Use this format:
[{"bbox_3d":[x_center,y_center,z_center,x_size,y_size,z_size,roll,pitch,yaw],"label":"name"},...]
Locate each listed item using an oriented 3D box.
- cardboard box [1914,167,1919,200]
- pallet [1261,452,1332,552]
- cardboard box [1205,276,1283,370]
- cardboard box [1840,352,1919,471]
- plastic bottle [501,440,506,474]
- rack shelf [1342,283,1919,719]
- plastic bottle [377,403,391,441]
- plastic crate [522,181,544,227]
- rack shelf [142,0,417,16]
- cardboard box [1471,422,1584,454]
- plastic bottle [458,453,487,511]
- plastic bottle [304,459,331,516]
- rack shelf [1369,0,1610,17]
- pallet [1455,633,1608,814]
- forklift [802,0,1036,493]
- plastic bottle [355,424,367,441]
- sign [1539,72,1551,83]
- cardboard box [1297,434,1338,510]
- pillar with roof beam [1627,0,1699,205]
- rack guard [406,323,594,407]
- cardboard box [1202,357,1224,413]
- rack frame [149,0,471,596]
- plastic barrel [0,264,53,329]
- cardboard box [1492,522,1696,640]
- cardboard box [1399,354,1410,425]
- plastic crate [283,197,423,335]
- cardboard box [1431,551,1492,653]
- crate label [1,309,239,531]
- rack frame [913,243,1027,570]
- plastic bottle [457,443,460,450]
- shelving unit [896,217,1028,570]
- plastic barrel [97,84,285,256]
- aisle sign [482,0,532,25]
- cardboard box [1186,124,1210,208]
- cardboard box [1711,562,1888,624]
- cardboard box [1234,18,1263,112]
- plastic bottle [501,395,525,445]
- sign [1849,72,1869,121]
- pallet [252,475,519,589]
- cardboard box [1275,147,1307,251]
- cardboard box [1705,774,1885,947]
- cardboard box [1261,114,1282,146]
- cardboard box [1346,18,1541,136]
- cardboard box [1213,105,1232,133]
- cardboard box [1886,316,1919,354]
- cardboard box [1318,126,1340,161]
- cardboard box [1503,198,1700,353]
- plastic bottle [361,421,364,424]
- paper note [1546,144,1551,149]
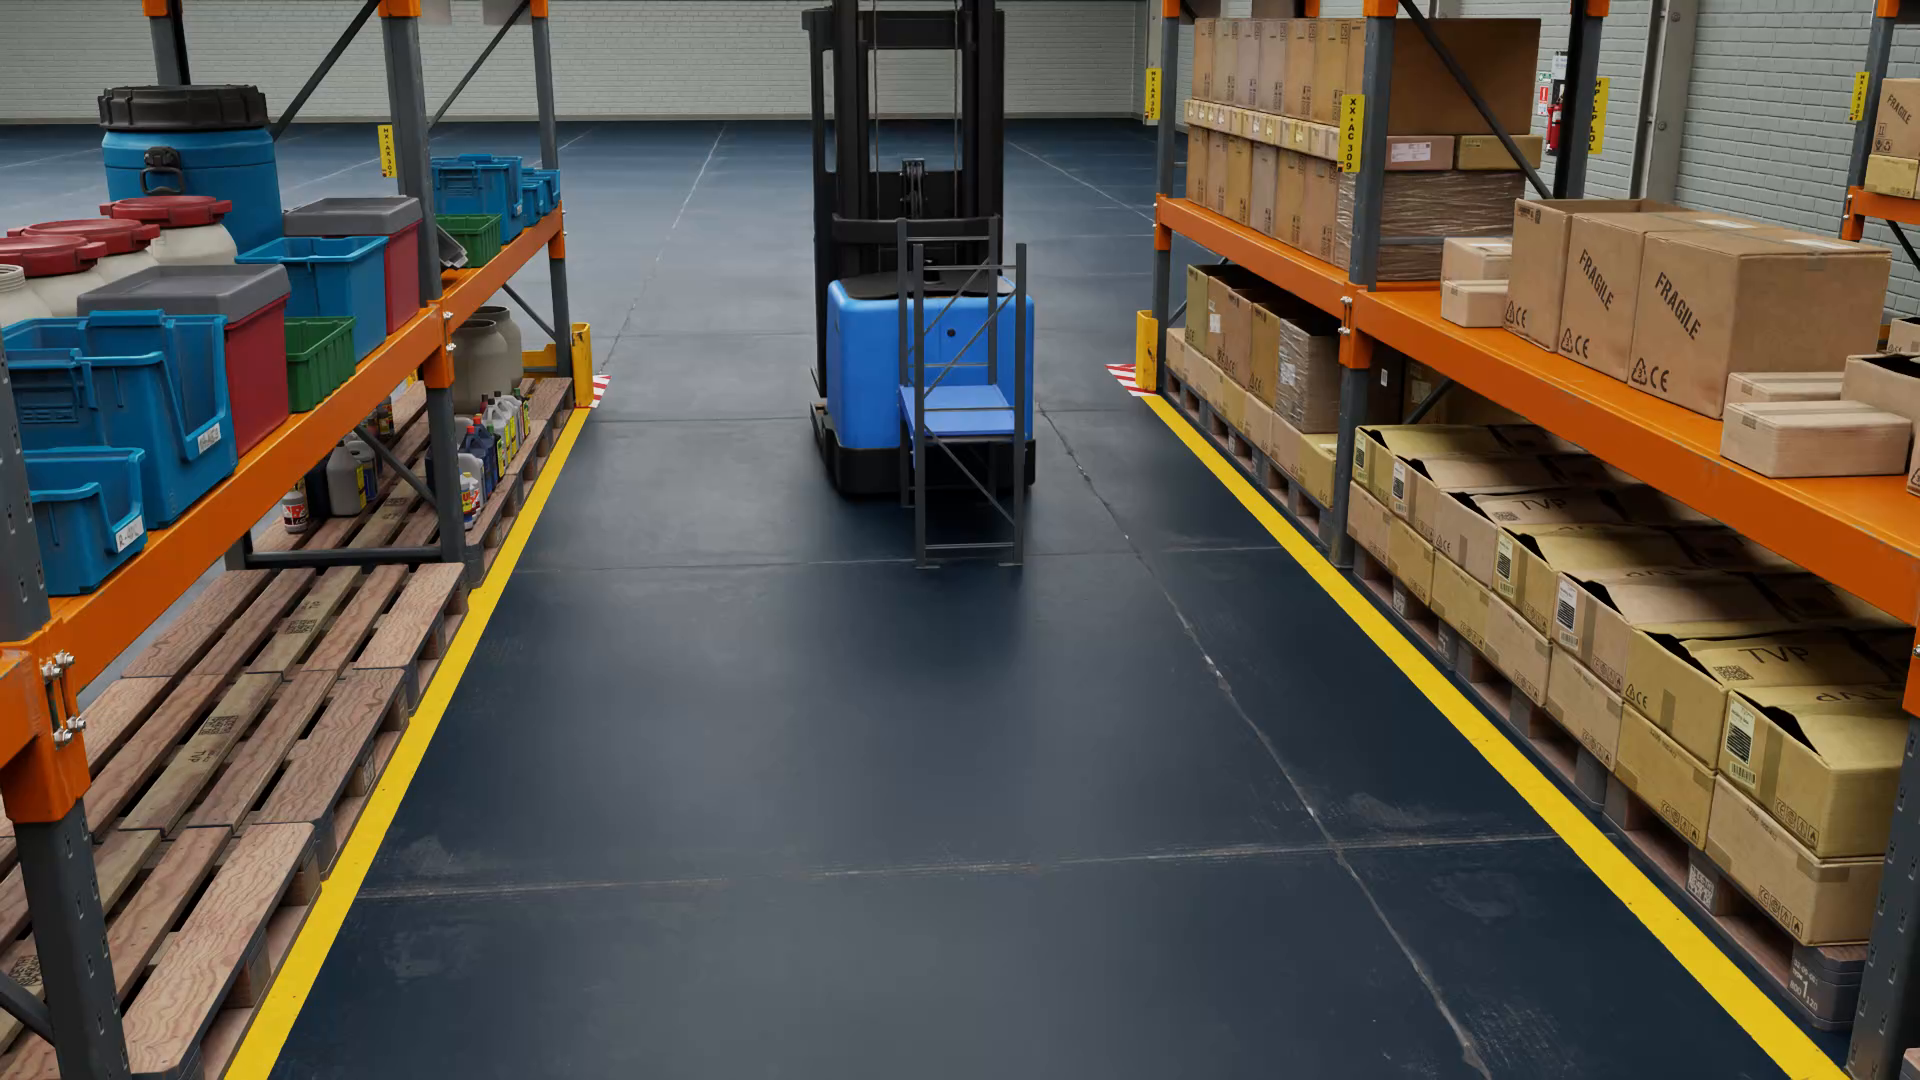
[{"bbox_3d":[6.558,-2.298,10.707,0.500,0.250,0.500,-2,18,-7],"label":"cardboard box"},{"bbox_3d":[2.201,-0.232,8.563,1.003,0.211,1.213,-2,18,-6],"label":"pallet"},{"bbox_3d":[1.781,-1.298,9.940,0.500,0.500,0.500,-2,18,-6],"label":"cardboard box"},{"bbox_3d":[2.755,-0.362,4.471,0.500,0.311,0.500,-2,18,-6],"label":"cardboard box"},{"bbox_3d":[-2.381,-0.441,8.512,0.097,0.201,0.097,0,17,0],"label":"plastic bottle"},{"bbox_3d":[2.448,-0.385,5.596,1.077,0.370,4.000,-2,18,-6],"label":"rack shelf"},{"bbox_3d":[-3.210,-0.658,9.202,0.097,0.201,0.097,0,17,0],"label":"plastic bottle"},{"bbox_3d":[-2.687,-1.959,9.658,0.499,0.251,0.408,-2,18,-6],"label":"plastic crate"},{"bbox_3d":[-2.479,-1.664,4.663,1.077,0.370,4.000,-2,18,-6],"label":"rack shelf"},{"bbox_3d":[2.569,-0.368,7.295,0.500,0.311,0.500,-2,18,-6],"label":"cardboard box"},{"bbox_3d":[-2.343,-0.286,7.894,0.152,0.276,0.135,-1,17,-4],"label":"plastic bottle"},{"bbox_3d":[-3.039,-0.301,7.816,0.144,0.351,0.185,-2,18,-7],"label":"plastic bottle"},{"bbox_3d":[2.448,-1.816,5.147,1.077,0.370,4.000,-2,18,-6],"label":"rack shelf"},{"bbox_3d":[2.486,0.589,5.948,1.003,0.211,1.213,-2,18,-6],"label":"pallet"},{"bbox_3d":[-0.332,-2.041,9.785,1.130,2.935,3.031,-3,18,-8],"label":"forklift"},{"bbox_3d":[-2.992,-0.433,8.349,0.061,0.283,0.133,-2,18,-6],"label":"plastic bottle"},{"bbox_3d":[6.890,-5.449,19.582,0.001,0.109,0.331,-2,18,-6],"label":"sign"},{"bbox_3d":[1.977,-0.344,8.154,0.500,0.250,0.500,-2,18,-6],"label":"cardboard box"},{"bbox_3d":[2.788,-7.005,15.466,9.100,9.000,0.400,-2,18,-6],"label":"pillar with roof beam"},{"bbox_3d":[-3.043,-1.150,11.005,1.175,0.500,0.348,-2,18,-6],"label":"rack guard"},{"bbox_3d":[1.770,-0.940,10.052,0.500,0.250,0.500,-2,18,-6],"label":"cardboard box"},{"bbox_3d":[-2.685,-1.172,6.902,1.000,3.000,0.127,-2,18,-6],"label":"rack frame"},{"bbox_3d":[-2.635,-0.459,4.444,0.421,0.512,0.421,0,17,0],"label":"plastic barrel"},{"bbox_3d":[2.197,0.109,5.775,0.500,0.311,0.500,-1,17,-4],"label":"cardboard box"},{"bbox_3d":[2.446,-0.867,8.567,0.500,0.500,0.500,-2,18,-6],"label":"cardboard box"},{"bbox_3d":[-2.331,-1.068,6.463,0.402,0.464,0.583,-2,18,-6],"label":"plastic crate"},{"bbox_3d":[2.145,0.222,6.351,0.500,0.250,0.500,-2,18,-7],"label":"cardboard box"},{"bbox_3d":[-2.106,-0.301,4.070,0.502,0.435,0.616,-2,18,-6],"label":"crate label"},{"bbox_3d":[0.044,-0.590,7.551,0.500,1.500,0.032,-2,18,-6],"label":"rack frame"},{"bbox_3d":[-2.491,-0.373,8.178,0.097,0.271,0.097,0,17,0],"label":"plastic bottle"},{"bbox_3d":[-0.009,-0.741,8.033,0.538,1.500,1.048,-2,18,-6],"label":"shelving unit"},{"bbox_3d":[-2.947,-1.287,6.431,0.600,0.901,0.708,-2,18,-6],"label":"plastic barrel"},{"bbox_3d":[-2.810,-3.635,10.406,0.394,0.787,0.004,-2,18,-6],"label":"aisle sign"},{"bbox_3d":[1.865,-2.424,10.723,0.700,0.500,0.500,-2,18,-6],"label":"cardboard box"},{"bbox_3d":[2.780,0.238,5.363,0.500,0.311,0.500,-2,18,-7],"label":"cardboard box"},{"bbox_3d":[1.983,-2.720,9.501,0.700,0.500,0.500,-2,18,-5],"label":"cardboard box"},{"bbox_3d":[-2.474,-0.665,9.099,0.152,0.276,0.135,-2,18,-5],"label":"plastic bottle"},{"bbox_3d":[6.216,-3.066,11.490,0.100,0.325,0.005,-2,18,-6],"label":"sign"},{"bbox_3d":[-2.713,-0.043,7.961,1.003,0.211,1.213,-2,18,-6],"label":"pallet"},{"bbox_3d":[2.081,-1.810,8.768,0.700,0.500,0.500,-2,17,-5],"label":"cardboard box"},{"bbox_3d":[2.358,0.830,4.414,0.500,0.250,0.500,-1,17,-4],"label":"cardboard box"},{"bbox_3d":[1.841,-2.213,8.968,0.380,0.149,0.250,-1,17,-4],"label":"cardboard box"},{"bbox_3d":[2.190,-2.123,7.597,0.700,0.500,0.500,-2,18,-5],"label":"cardboard box"},{"bbox_3d":[1.734,-2.521,9.949,0.380,0.149,0.250,-2,18,-6],"label":"cardboard box"},{"bbox_3d":[6.738,-1.388,11.344,0.500,0.311,0.500,-4,18,-12],"label":"cardboard box"},{"bbox_3d":[1.948,-1.907,7.994,0.380,0.149,0.250,-2,18,-7],"label":"cardboard box"},{"bbox_3d":[2.359,-0.985,6.141,0.500,0.500,0.500,-1,17,-2],"label":"cardboard box"},{"bbox_3d":[-3.154,-0.530,8.677,0.097,0.271,0.097,0,17,0],"label":"plastic bottle"},{"bbox_3d":[6.903,-4.648,19.444,0.016,0.148,0.142,-2,18,-6],"label":"paper note"}]
